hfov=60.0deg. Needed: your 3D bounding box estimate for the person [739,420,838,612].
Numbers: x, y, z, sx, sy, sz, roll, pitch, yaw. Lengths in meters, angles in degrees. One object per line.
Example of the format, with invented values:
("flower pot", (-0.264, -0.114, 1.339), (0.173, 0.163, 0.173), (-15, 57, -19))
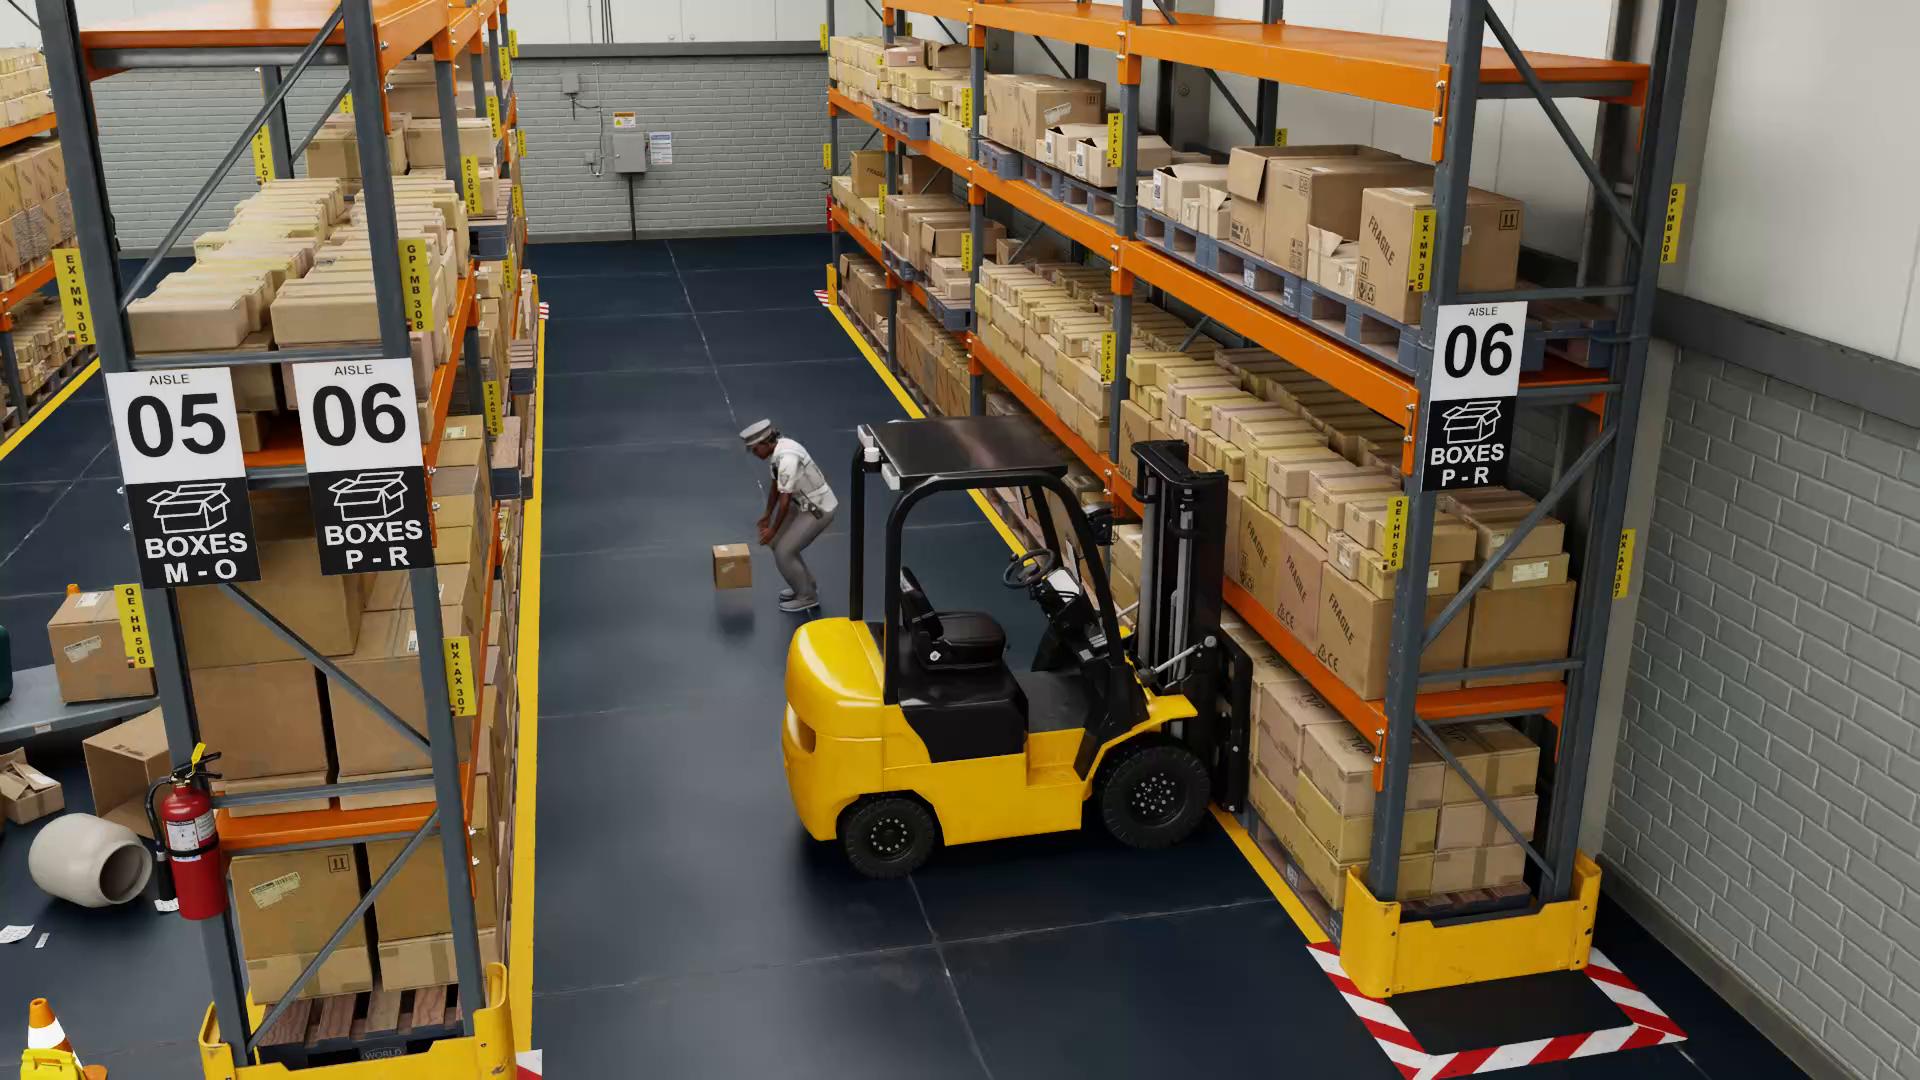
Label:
("person", (-1.222, -0.185, 11.971), (0.688, 1.414, 0.495), (-4, 20, -12))
